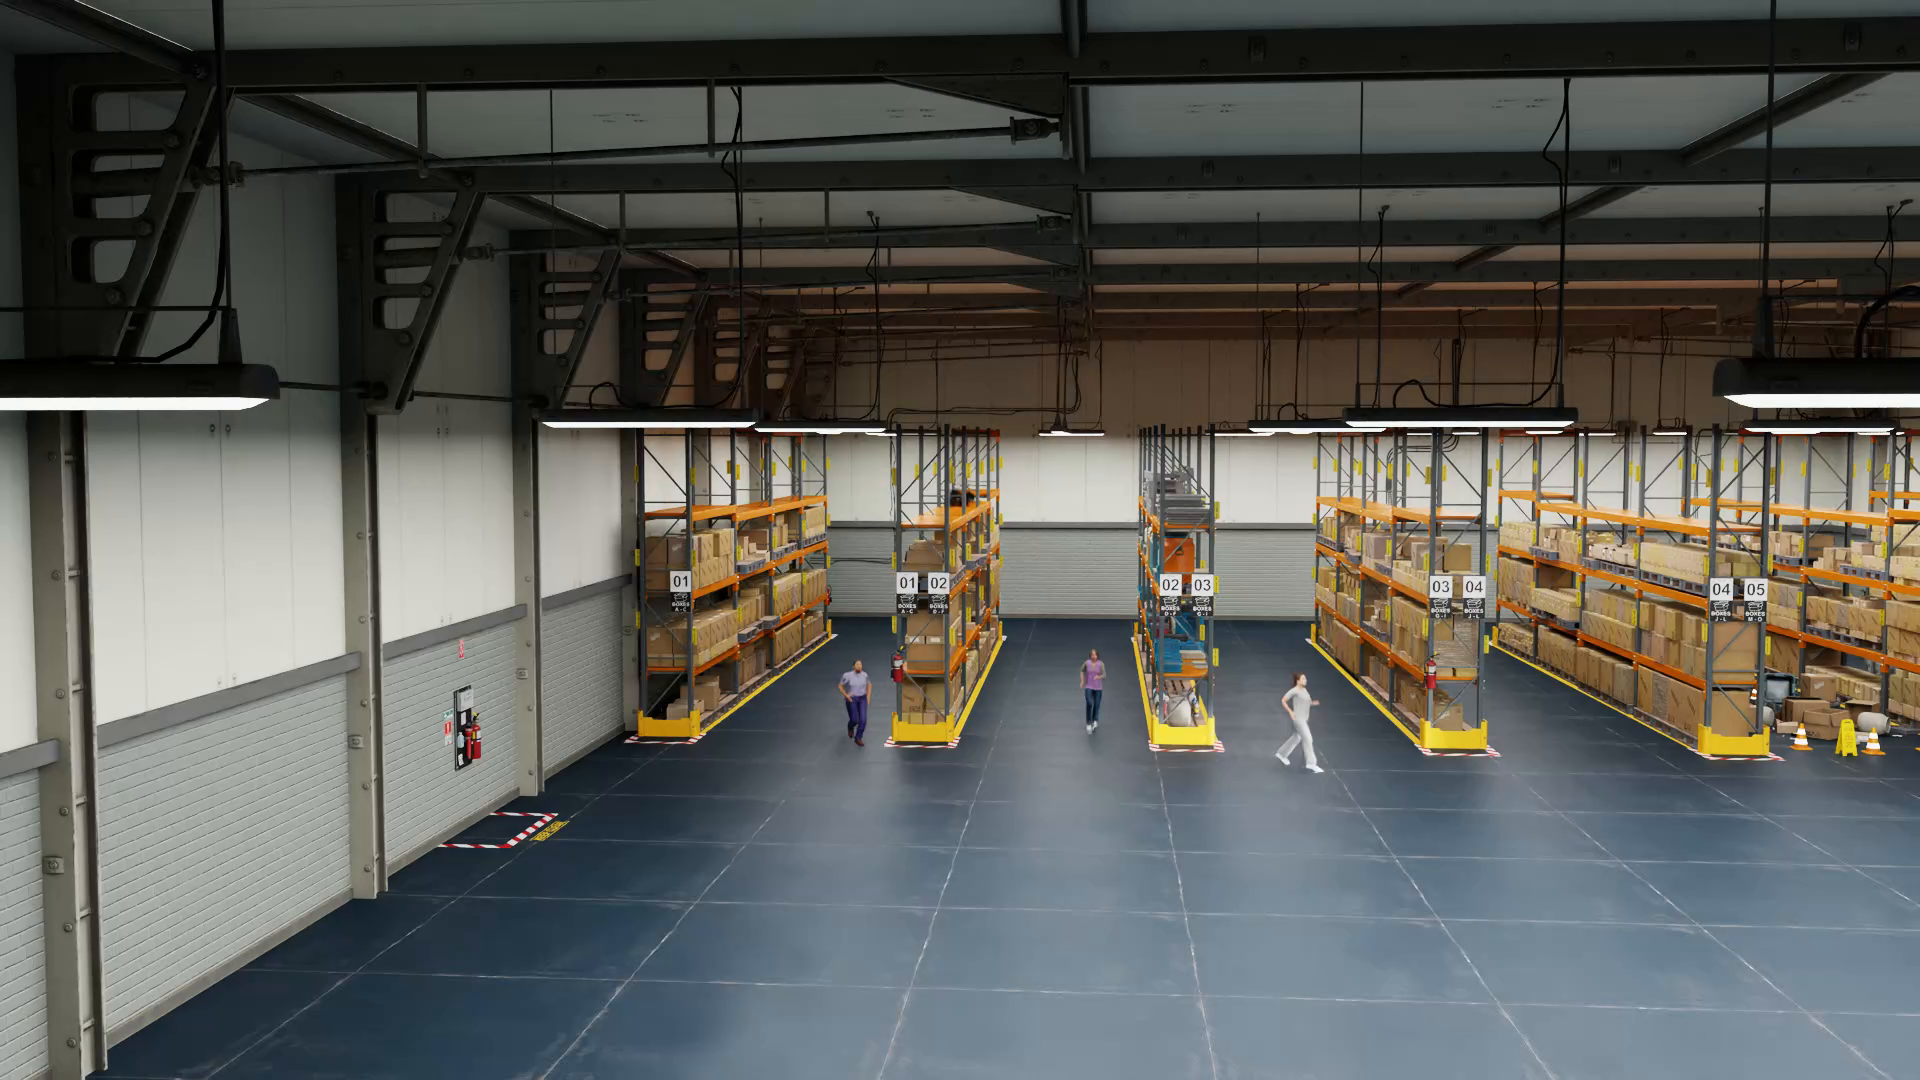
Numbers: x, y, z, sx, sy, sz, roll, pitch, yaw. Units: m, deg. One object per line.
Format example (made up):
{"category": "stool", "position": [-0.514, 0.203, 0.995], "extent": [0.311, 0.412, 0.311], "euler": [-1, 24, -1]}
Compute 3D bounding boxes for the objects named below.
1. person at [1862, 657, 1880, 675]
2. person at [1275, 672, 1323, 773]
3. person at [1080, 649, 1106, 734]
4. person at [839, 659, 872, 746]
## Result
{"category": "person", "position": [22.103, 2.435, 40.359], "extent": [0.596, 1.690, 0.644], "euler": [0, 3, 0]}
{"category": "person", "position": [5.855, 3.117, 28.682], "extent": [0.922, 1.685, 0.553], "euler": [2, 4, 34]}
{"category": "person", "position": [2.584, 2.943, 32.512], "extent": [0.470, 1.642, 0.713], "euler": [0, 3, 0]}
{"category": "person", "position": [-1.944, 3.037, 31.161], "extent": [0.639, 1.620, 0.531], "euler": [-1, 4, -20]}
